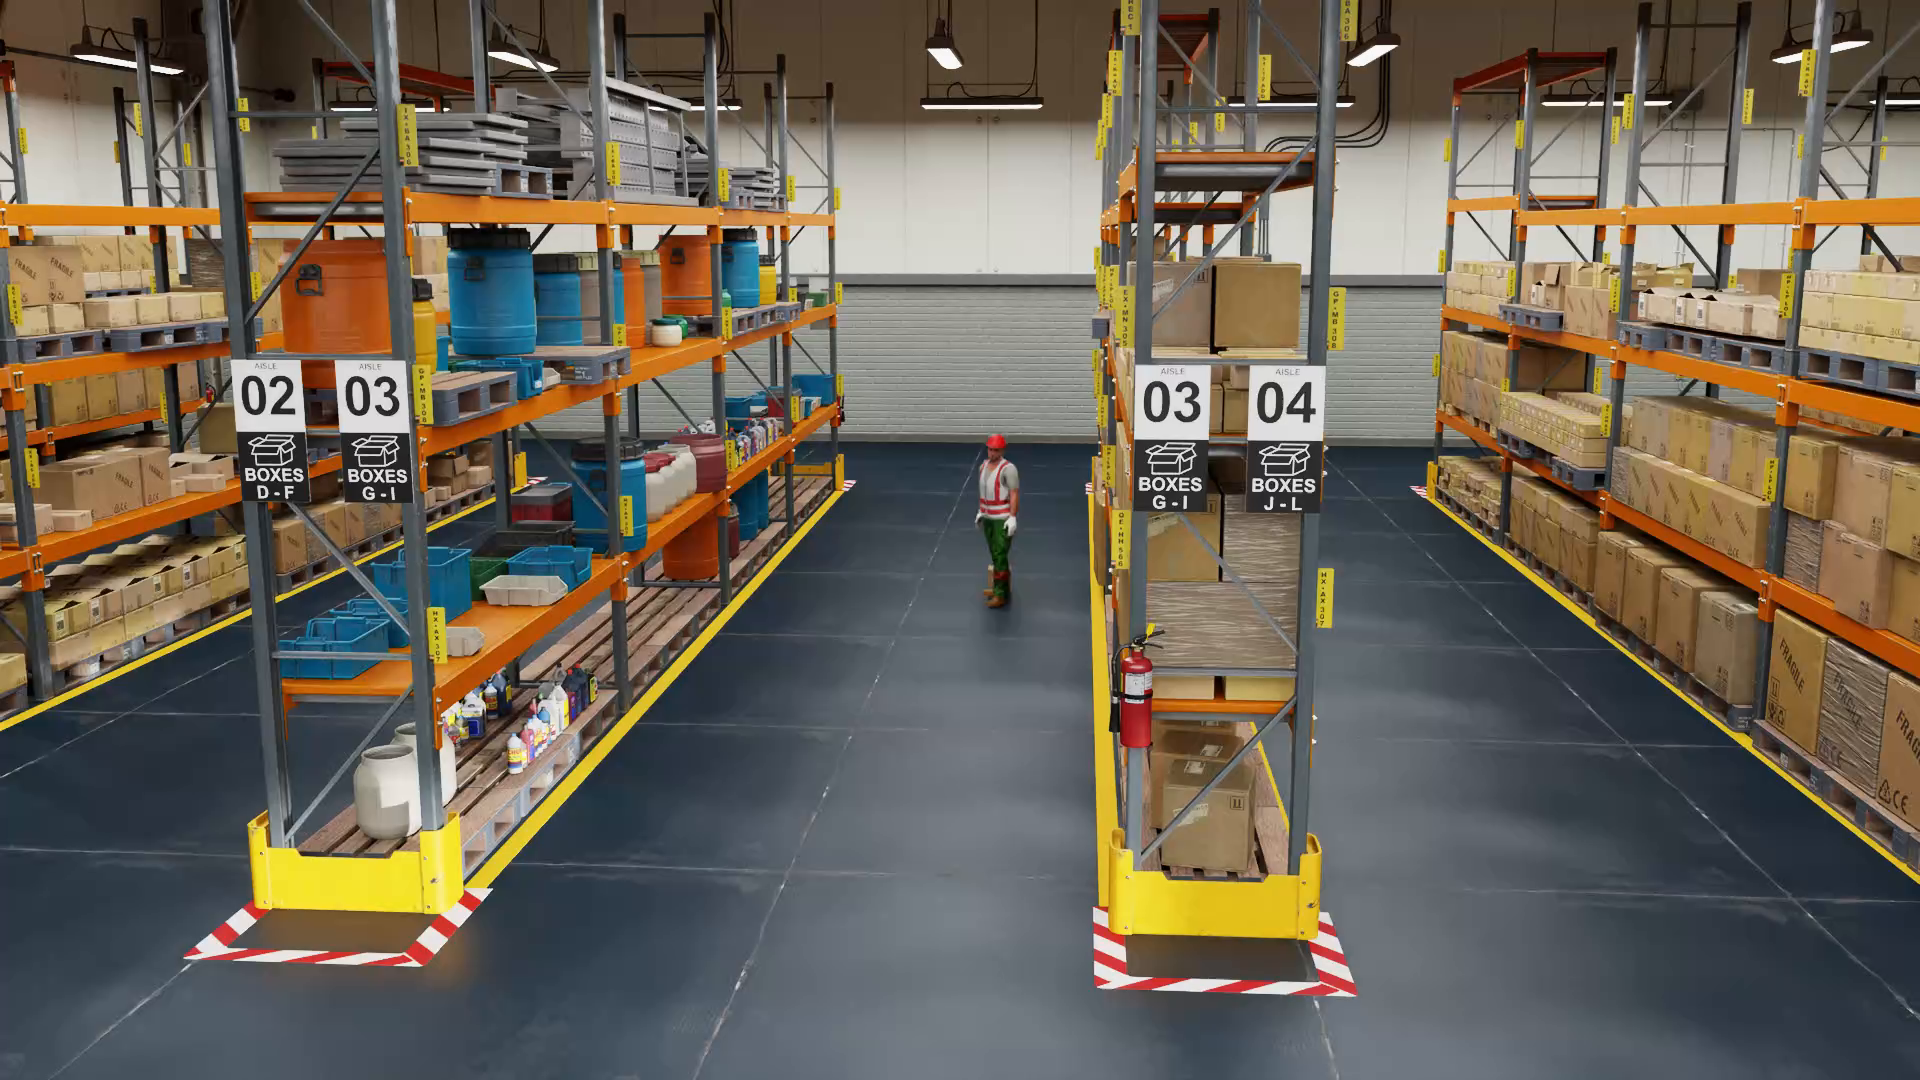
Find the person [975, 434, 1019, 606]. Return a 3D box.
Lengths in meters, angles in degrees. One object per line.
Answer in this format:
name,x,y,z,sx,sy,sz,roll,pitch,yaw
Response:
person,0.378,-0.226,17.502,0.531,1.792,0.564,-8,13,-36
